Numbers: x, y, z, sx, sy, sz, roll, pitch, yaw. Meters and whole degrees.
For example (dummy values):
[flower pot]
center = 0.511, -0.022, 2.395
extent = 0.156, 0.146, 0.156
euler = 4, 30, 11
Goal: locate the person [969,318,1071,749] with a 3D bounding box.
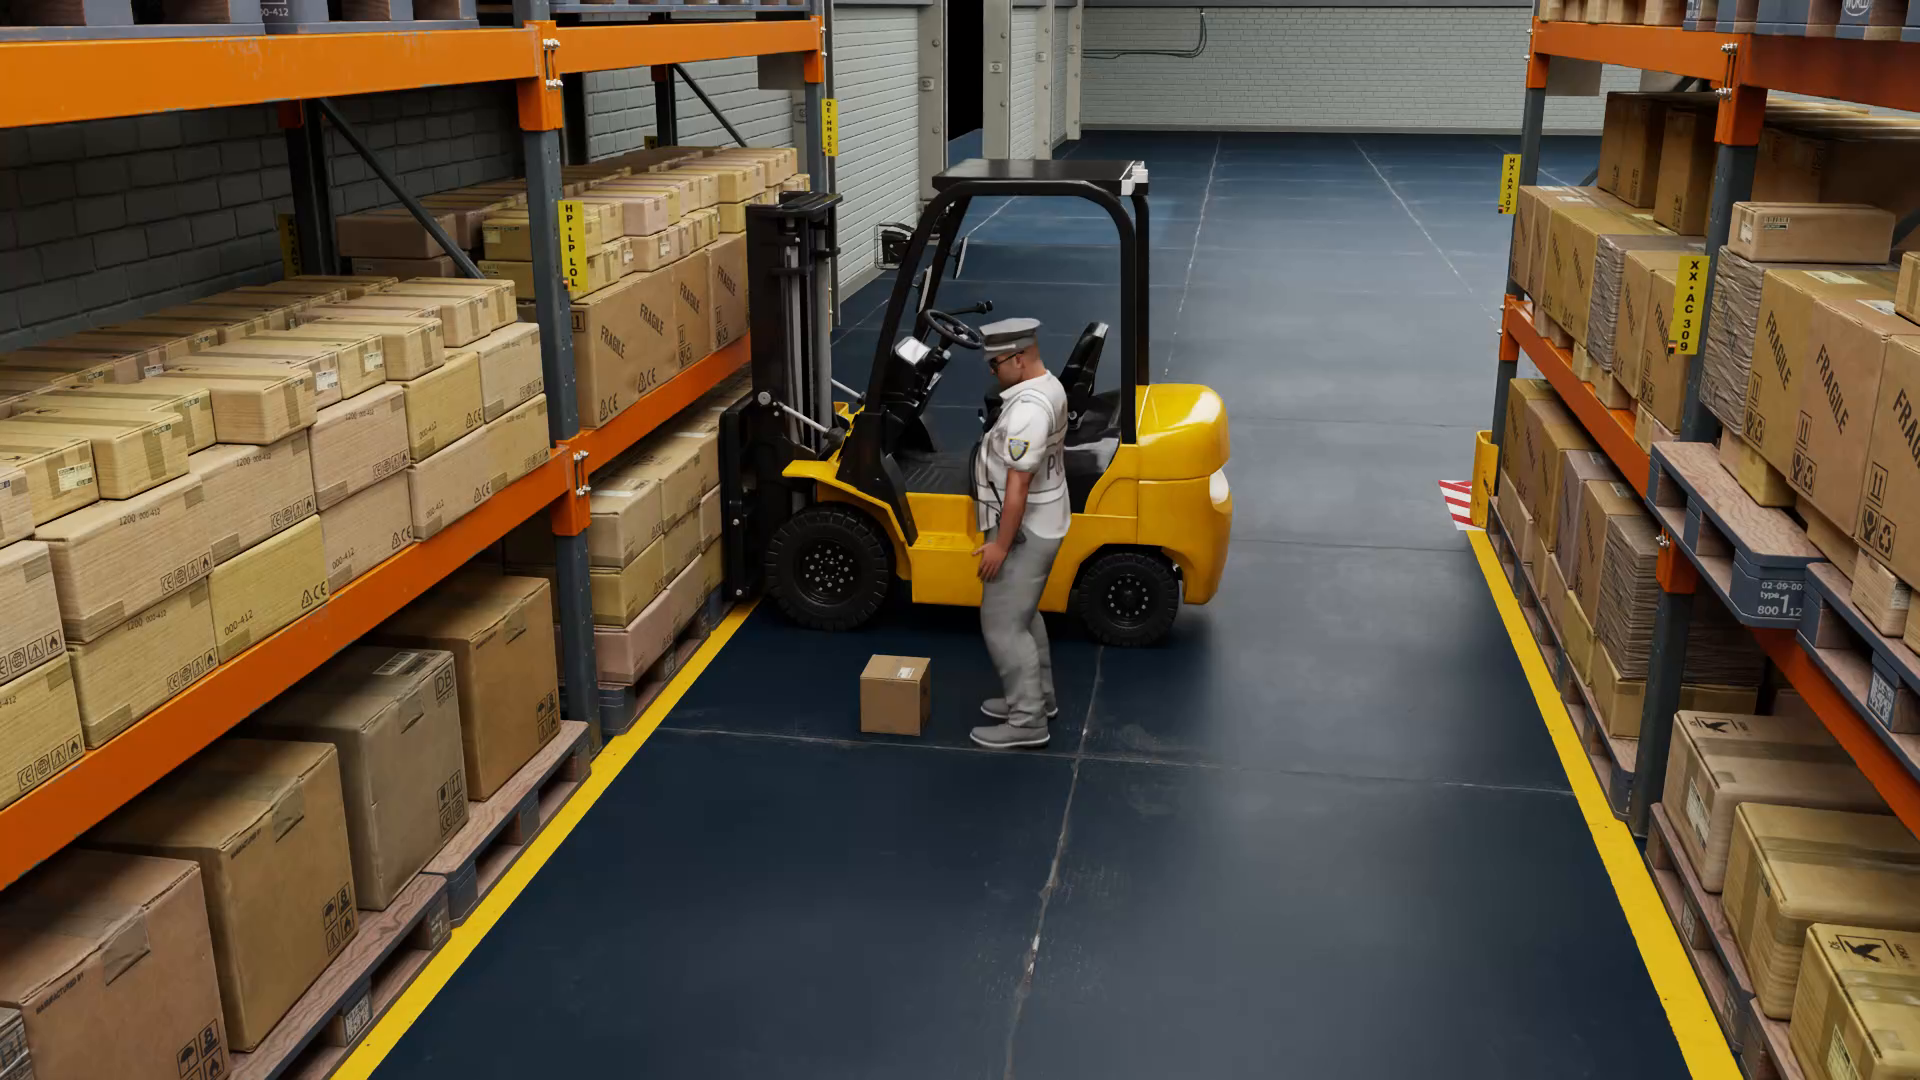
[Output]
[person]
center = 0.242, -0.023, 6.655
extent = 0.389, 1.736, 0.534
euler = 3, 18, 10
